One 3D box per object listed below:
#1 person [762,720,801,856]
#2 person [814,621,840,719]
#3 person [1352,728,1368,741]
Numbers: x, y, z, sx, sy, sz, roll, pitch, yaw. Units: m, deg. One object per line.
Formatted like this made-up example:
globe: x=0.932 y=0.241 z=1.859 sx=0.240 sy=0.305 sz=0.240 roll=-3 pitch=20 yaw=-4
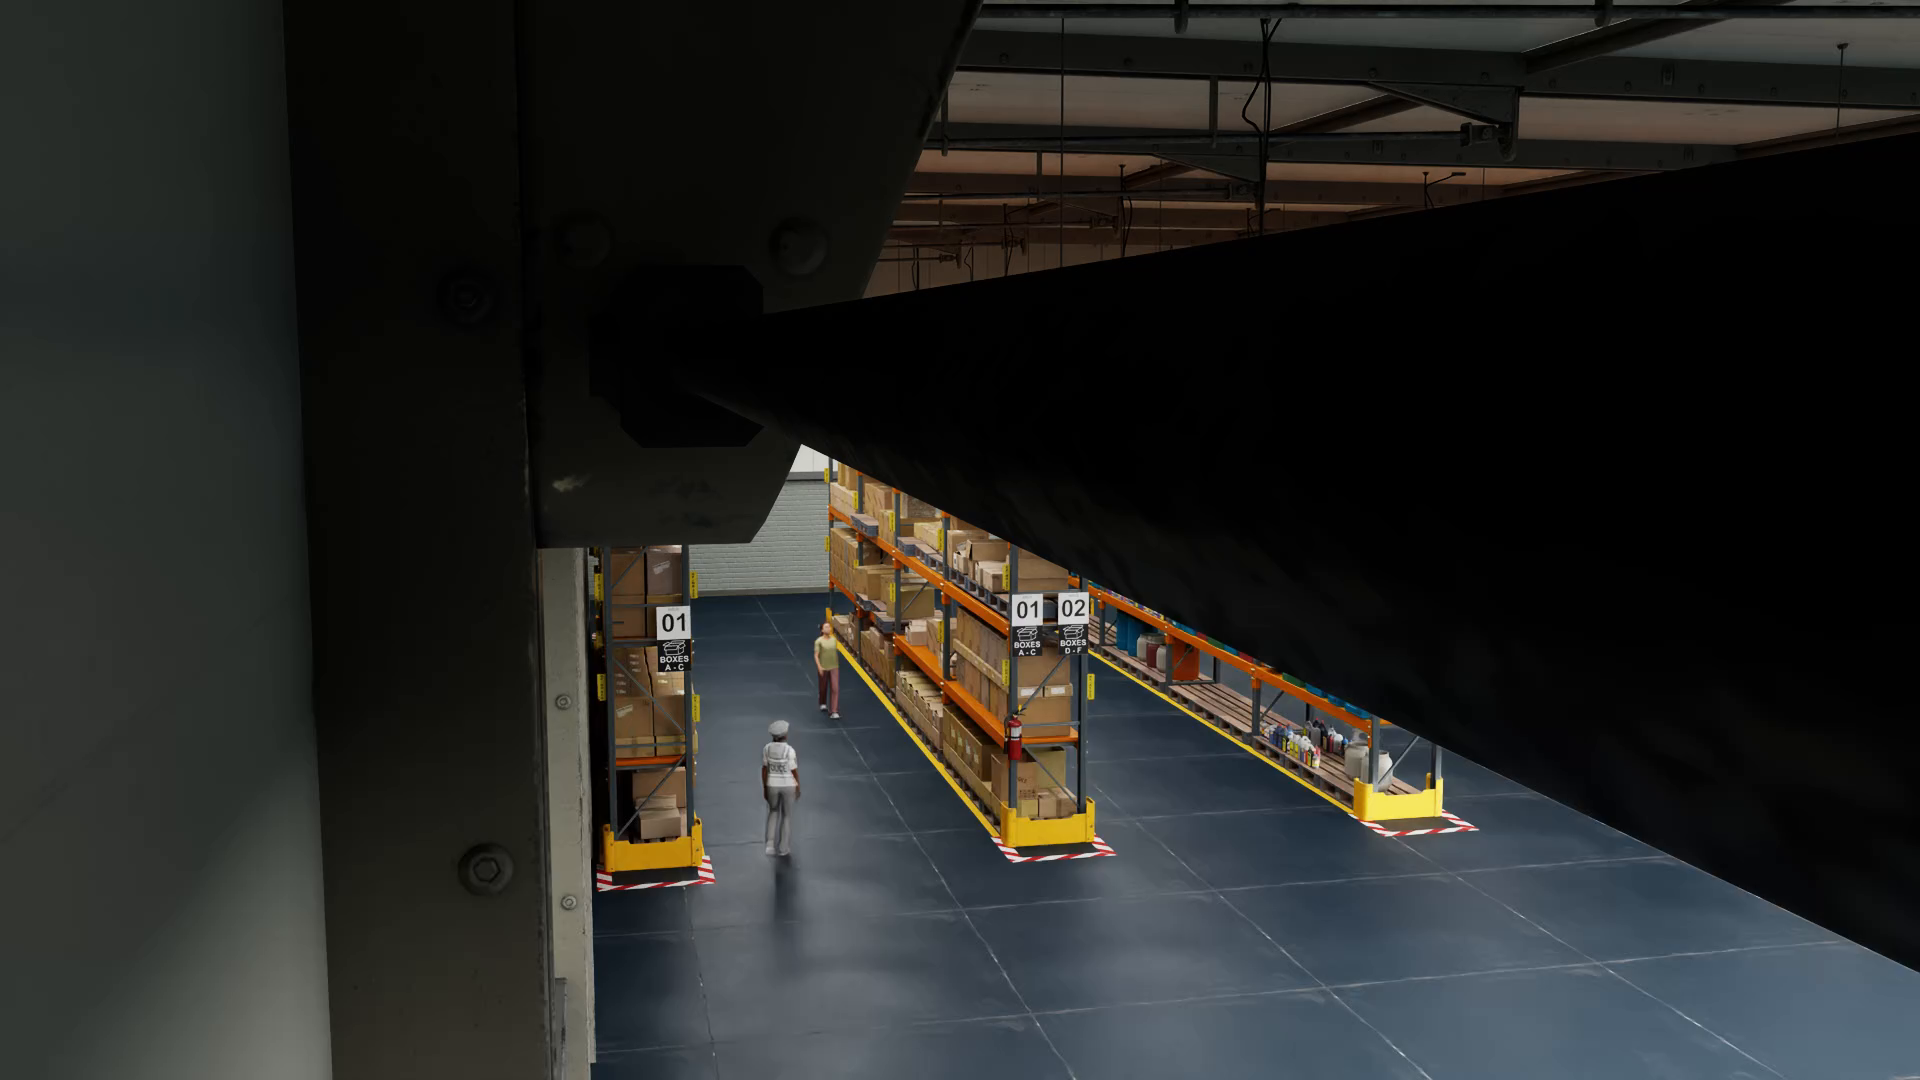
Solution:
person: x=-2.205 y=3.055 z=20.493 sx=0.463 sy=1.702 sz=0.442 roll=1 pitch=7 yaw=12
person: x=-2.247 y=2.192 z=28.180 sx=0.463 sy=1.609 sz=1.014 roll=-1 pitch=7 yaw=-9
person: x=6.522 y=2.371 z=26.404 sx=0.480 sy=1.697 sz=0.480 roll=5 pitch=8 yaw=36
